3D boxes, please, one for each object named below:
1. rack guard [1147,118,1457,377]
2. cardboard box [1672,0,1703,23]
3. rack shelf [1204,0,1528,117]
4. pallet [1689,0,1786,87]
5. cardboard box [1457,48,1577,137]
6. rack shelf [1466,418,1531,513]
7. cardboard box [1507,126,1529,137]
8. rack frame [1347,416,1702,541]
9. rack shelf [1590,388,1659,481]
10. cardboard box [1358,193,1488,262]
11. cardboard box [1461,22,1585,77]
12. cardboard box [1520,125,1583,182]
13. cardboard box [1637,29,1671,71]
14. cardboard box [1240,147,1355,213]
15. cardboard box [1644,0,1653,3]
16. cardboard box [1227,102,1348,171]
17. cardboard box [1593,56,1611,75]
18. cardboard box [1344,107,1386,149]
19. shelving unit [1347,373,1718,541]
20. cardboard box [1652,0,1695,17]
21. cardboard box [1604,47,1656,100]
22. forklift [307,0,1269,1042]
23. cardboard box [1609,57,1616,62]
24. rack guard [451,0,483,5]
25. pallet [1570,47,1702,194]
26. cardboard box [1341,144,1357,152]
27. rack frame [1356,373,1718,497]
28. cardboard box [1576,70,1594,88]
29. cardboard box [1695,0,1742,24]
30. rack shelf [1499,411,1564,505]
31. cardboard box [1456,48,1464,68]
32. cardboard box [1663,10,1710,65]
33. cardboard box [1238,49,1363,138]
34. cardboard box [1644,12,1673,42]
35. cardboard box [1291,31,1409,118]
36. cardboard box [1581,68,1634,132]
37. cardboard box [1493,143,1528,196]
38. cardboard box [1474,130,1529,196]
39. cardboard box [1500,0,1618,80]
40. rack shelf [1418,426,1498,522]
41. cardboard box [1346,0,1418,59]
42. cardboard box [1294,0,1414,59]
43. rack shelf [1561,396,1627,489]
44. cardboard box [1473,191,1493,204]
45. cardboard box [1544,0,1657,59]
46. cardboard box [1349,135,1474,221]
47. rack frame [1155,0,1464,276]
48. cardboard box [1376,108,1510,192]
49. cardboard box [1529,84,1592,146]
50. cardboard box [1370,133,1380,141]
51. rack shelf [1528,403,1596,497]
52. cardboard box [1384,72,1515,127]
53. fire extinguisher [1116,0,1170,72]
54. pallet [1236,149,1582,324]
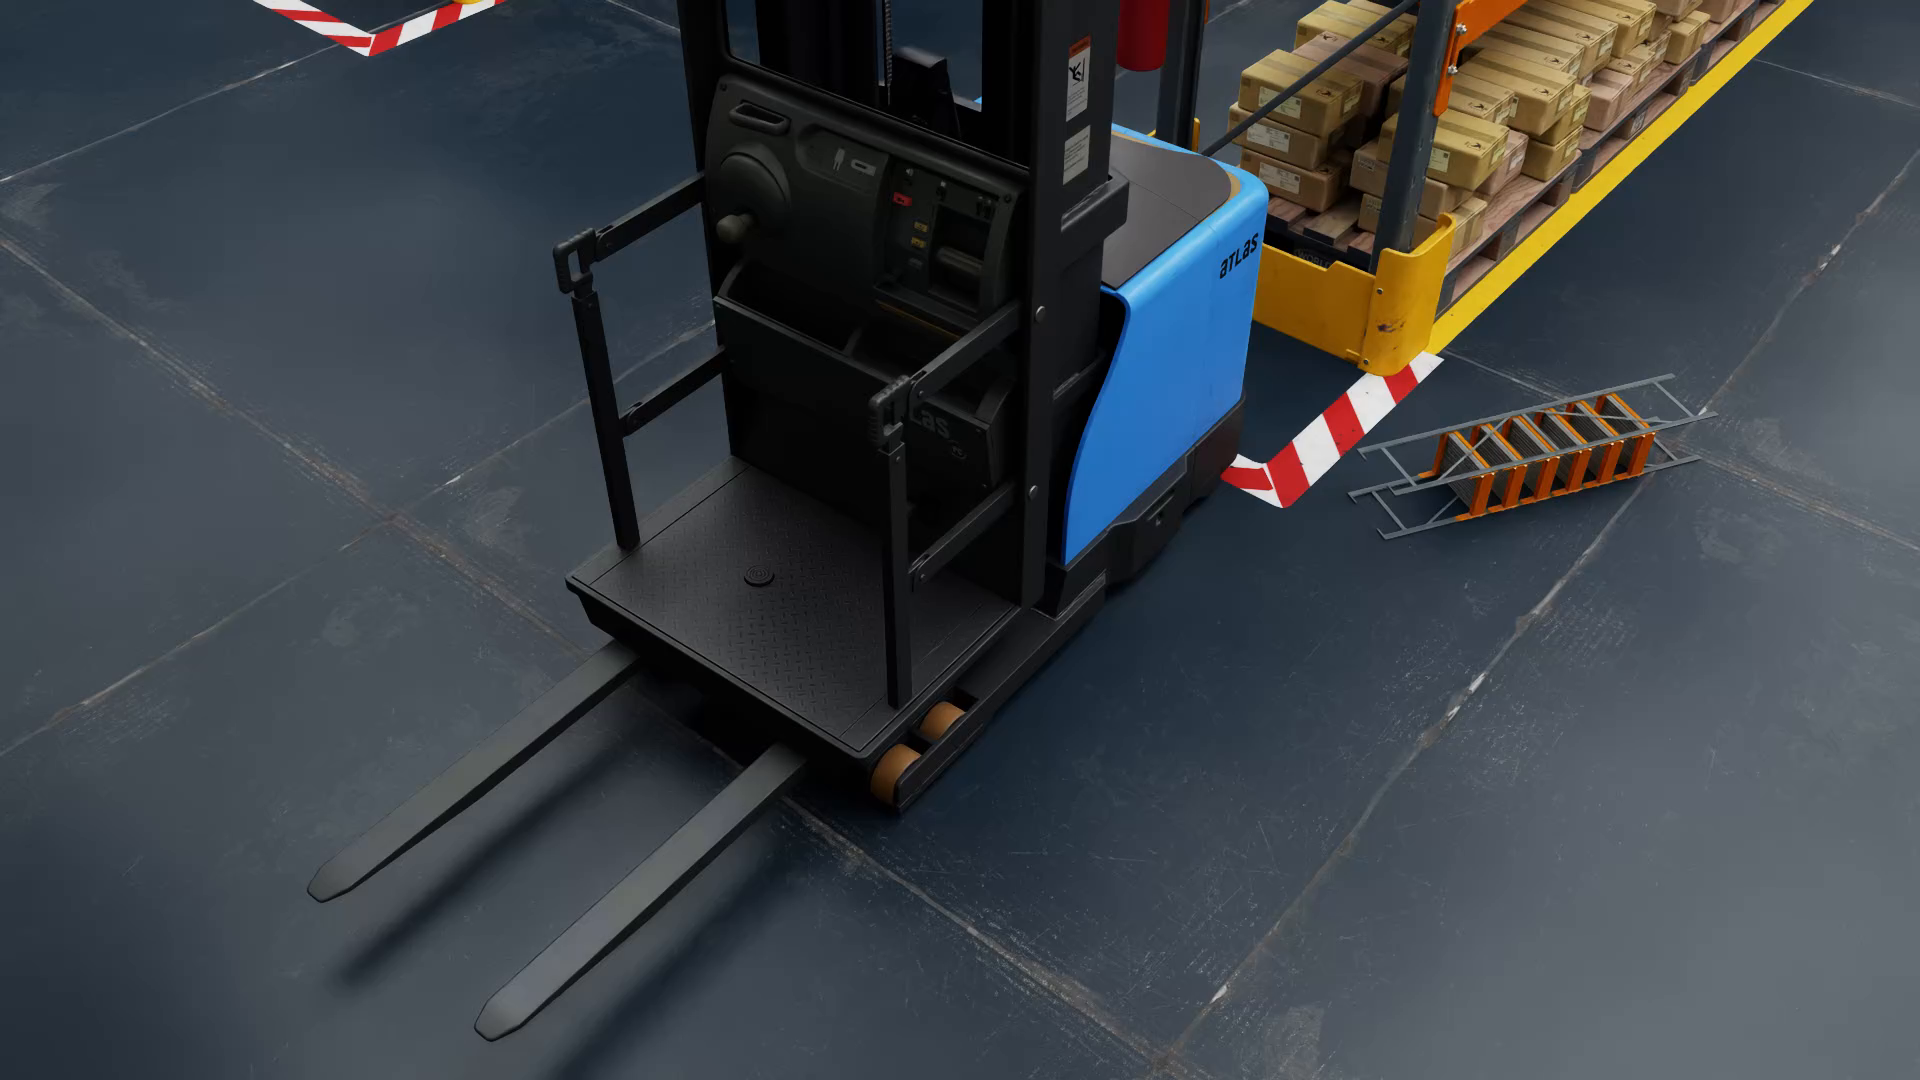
[{"bbox_3d":[1.175,-1.085,6.072,1.175,0.500,0.348,29,50,28],"label":"rack guard"},{"bbox_3d":[3.031,-2.425,7.273,0.380,0.149,0.250,31,51,29],"label":"cardboard box"},{"bbox_3d":[2.413,-2.735,6.563,1.077,0.370,4.000,29,50,28],"label":"rack shelf"},{"bbox_3d":[3.295,-2.638,7.994,1.003,0.211,1.213,29,50,28],"label":"pallet"},{"bbox_3d":[2.068,-1.683,6.236,0.380,0.149,0.250,29,50,28],"label":"cardboard box"},{"bbox_3d":[1.710,-0.242,5.372,0.103,0.180,0.258,-13,44,-14],"label":"rack shelf"},{"bbox_3d":[1.969,-1.621,6.389,0.380,0.149,0.250,30,50,29],"label":"cardboard box"},{"bbox_3d":[1.865,-0.211,5.474,1.200,0.006,0.240,-13,44,-14],"label":"rack frame"},{"bbox_3d":[2.162,-0.350,5.491,0.103,0.180,0.258,-13,44,-14],"label":"rack shelf"},{"bbox_3d":[1.708,-1.203,6.150,0.380,0.149,0.250,31,50,29],"label":"cardboard box"},{"bbox_3d":[2.165,-1.846,6.416,0.380,0.149,0.250,27,49,27],"label":"cardboard box"},{"bbox_3d":[2.217,-1.588,6.574,0.380,0.149,0.250,30,50,29],"label":"cardboard box"},{"bbox_3d":[2.823,-2.144,7.185,0.380,0.149,0.250,30,50,29],"label":"cardboard box"},{"bbox_3d":[1.305,-1.433,6.403,0.380,0.149,0.250,30,50,29],"label":"cardboard box"},{"bbox_3d":[2.643,-2.271,6.883,0.380,0.149,0.250,30,50,29],"label":"cardboard box"},{"bbox_3d":[1.247,-1.577,6.341,0.380,0.149,0.250,28,49,27],"label":"cardboard box"},{"bbox_3d":[2.458,-2.042,6.852,0.380,0.149,0.250,32,51,30],"label":"cardboard box"},{"bbox_3d":[1.456,-1.688,6.463,0.380,0.149,0.250,28,49,28],"label":"cardboard box"},{"bbox_3d":[1.865,-0.279,5.413,1.200,0.189,0.258,-13,44,-14],"label":"shelving unit"},{"bbox_3d":[2.887,-2.352,6.972,0.380,0.149,0.250,28,49,27],"label":"cardboard box"},{"bbox_3d":[2.693,-2.005,7.032,0.380,0.149,0.250,30,50,28],"label":"cardboard box"},{"bbox_3d":[-0.384,-0.748,3.894,1.130,2.935,3.031,27,49,27],"label":"forklift"},{"bbox_3d":[2.639,-2.176,7.000,0.380,0.149,0.250,32,51,30],"label":"cardboard box"},{"bbox_3d":[-2.744,-3.125,8.315,1.175,0.500,0.348,29,50,28],"label":"rack guard"},{"bbox_3d":[2.510,-2.007,7.300,1.003,0.211,1.213,29,50,28],"label":"pallet"},{"bbox_3d":[1.393,-1.609,6.597,0.380,0.149,0.250,31,51,30],"label":"cardboard box"},{"bbox_3d":[1.865,-0.346,5.351,1.200,0.006,0.240,-13,44,-14],"label":"rack frame"},{"bbox_3d":[2.315,-1.884,6.678,0.380,0.149,0.250,27,49,27],"label":"cardboard box"},{"bbox_3d":[3.356,-2.520,7.599,0.380,0.149,0.250,28,49,27],"label":"cardboard box"},{"bbox_3d":[1.823,-0.269,5.402,0.103,0.180,0.258,-13,44,-14],"label":"rack shelf"},{"bbox_3d":[1.832,-1.939,6.739,0.380,0.149,0.250,29,50,28],"label":"cardboard box"},{"bbox_3d":[3.042,-2.249,7.301,0.380,0.149,0.250,29,50,28],"label":"cardboard box"},{"bbox_3d":[1.272,-1.674,6.226,0.380,0.149,0.250,30,50,29],"label":"cardboard box"},{"bbox_3d":[2.844,-2.296,7.131,0.380,0.149,0.250,27,49,27],"label":"cardboard box"},{"bbox_3d":[1.478,-1.779,6.341,0.380,0.149,0.250,30,50,29],"label":"cardboard box"},{"bbox_3d":[2.535,-1.851,6.863,0.380,0.149,0.250,27,49,27],"label":"cardboard box"},{"bbox_3d":[1.968,-1.504,6.481,0.380,0.149,0.250,30,50,29],"label":"cardboard box"},{"bbox_3d":[1.879,-1.457,6.208,0.380,0.149,0.250,29,50,28],"label":"cardboard box"},{"bbox_3d":[2.350,-1.985,6.568,0.380,0.149,0.250,32,51,30],"label":"cardboard box"},{"bbox_3d":[1.597,-0.215,5.342,0.103,0.180,0.258,-13,44,-14],"label":"rack shelf"},{"bbox_3d":[1.763,-2.073,6.665,0.380,0.149,0.250,27,49,27],"label":"cardboard box"},{"bbox_3d":[1.548,-1.967,6.548,0.380,0.149,0.250,28,49,28],"label":"cardboard box"},{"bbox_3d":[2.049,-0.323,5.461,0.103,0.180,0.258,-13,44,-14],"label":"rack shelf"},{"bbox_3d":[1.814,-1.373,6.337,0.380,0.149,0.250,29,50,28],"label":"cardboard box"},{"bbox_3d":[2.555,-2.101,6.695,0.380,0.149,0.250,30,50,29],"label":"cardboard box"},{"bbox_3d":[1.659,-1.340,6.080,0.380,0.149,0.250,32,51,30],"label":"cardboard box"},{"bbox_3d":[1.126,-1.971,5.188,1.000,3.000,0.127,29,50,28],"label":"rack frame"},{"bbox_3d":[1.723,-1.414,5.941,0.380,0.149,0.250,27,49,27],"label":"cardboard box"},{"bbox_3d":[2.217,-1.706,6.483,0.380,0.149,0.250,31,51,30],"label":"cardboard box"},{"bbox_3d":[1.629,-1.708,6.706,0.380,0.149,0.250,29,50,28],"label":"cardboard box"},{"bbox_3d":[1.936,-0.296,5.431,0.103,0.180,0.258,-13,44,-14],"label":"rack shelf"},{"bbox_3d":[1.808,-1.608,6.154,0.380,0.149,0.250,30,50,29],"label":"cardboard box"},{"bbox_3d":[0.610,-1.875,5.417,0.296,0.674,0.183,29,50,28],"label":"fire extinguisher"},{"bbox_3d":[1.725,-1.381,6.612,1.003,0.211,1.213,29,50,28],"label":"pallet"}]
